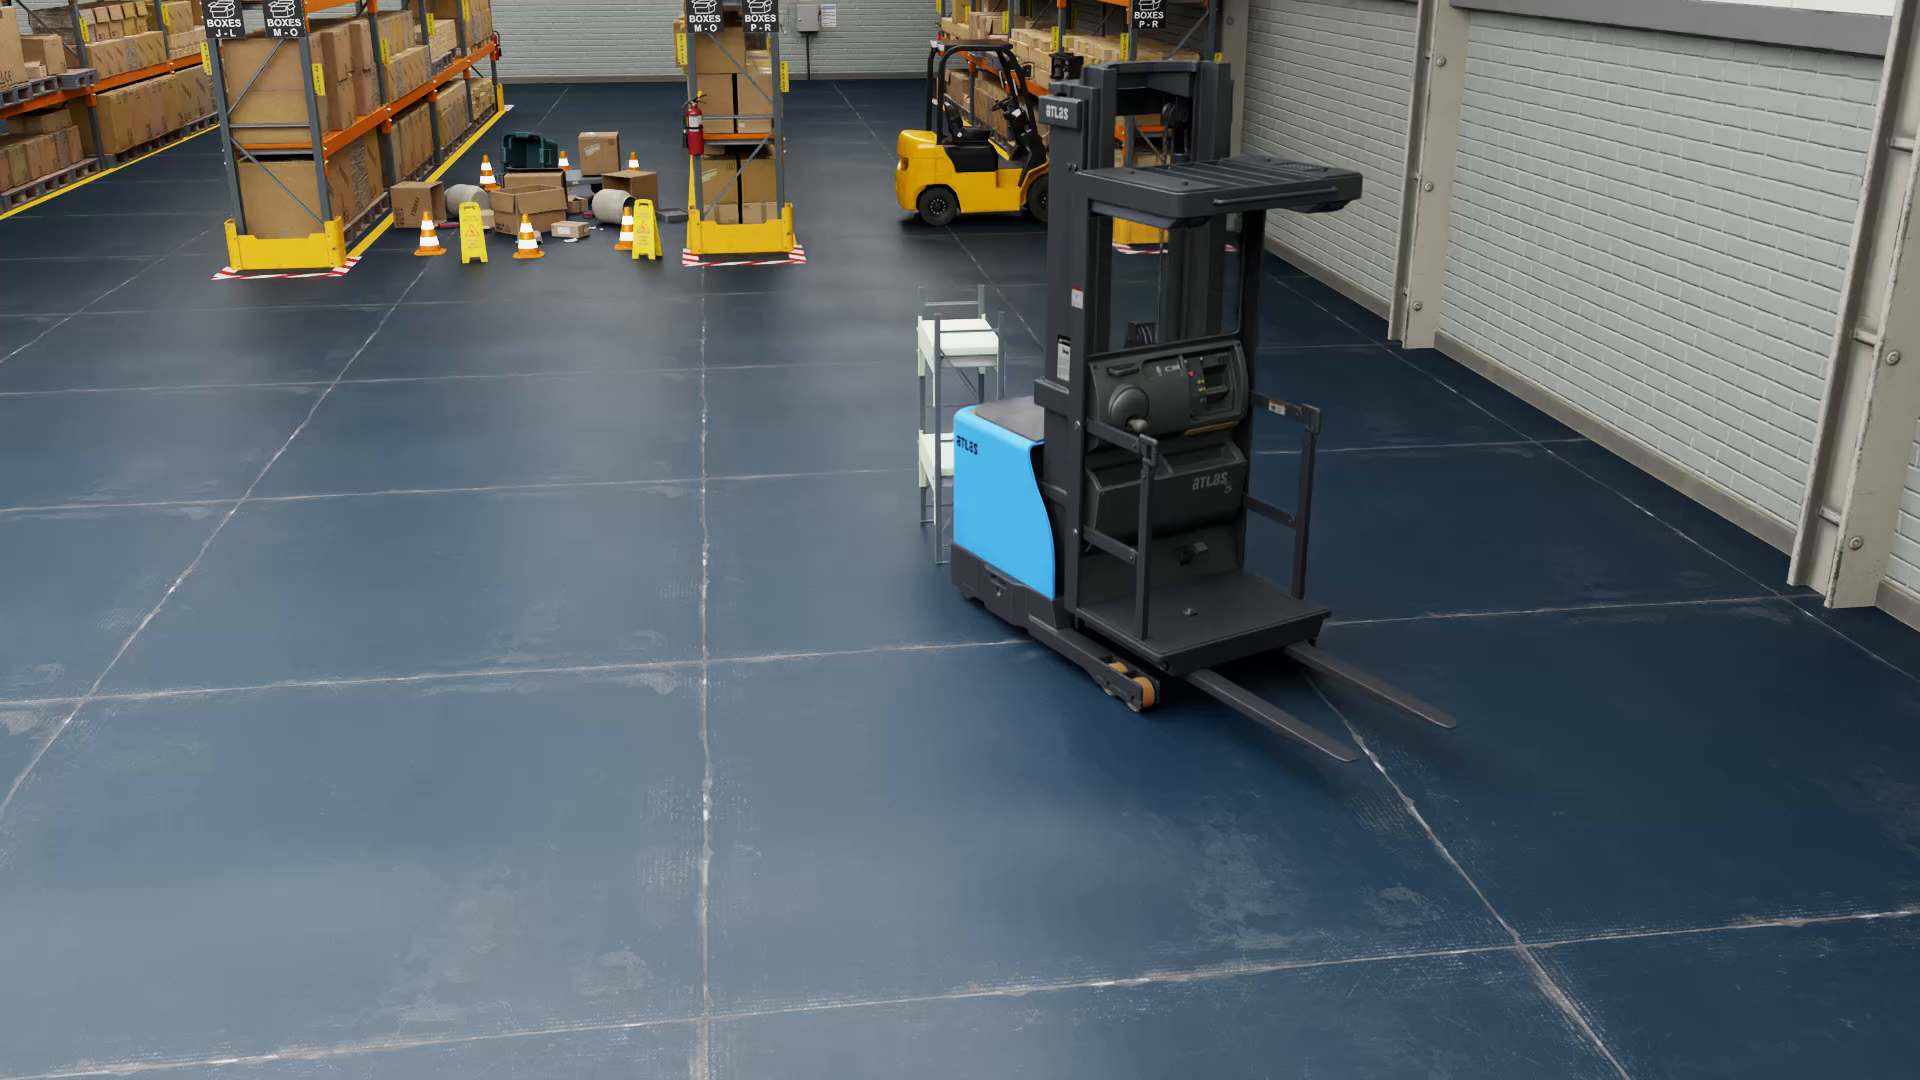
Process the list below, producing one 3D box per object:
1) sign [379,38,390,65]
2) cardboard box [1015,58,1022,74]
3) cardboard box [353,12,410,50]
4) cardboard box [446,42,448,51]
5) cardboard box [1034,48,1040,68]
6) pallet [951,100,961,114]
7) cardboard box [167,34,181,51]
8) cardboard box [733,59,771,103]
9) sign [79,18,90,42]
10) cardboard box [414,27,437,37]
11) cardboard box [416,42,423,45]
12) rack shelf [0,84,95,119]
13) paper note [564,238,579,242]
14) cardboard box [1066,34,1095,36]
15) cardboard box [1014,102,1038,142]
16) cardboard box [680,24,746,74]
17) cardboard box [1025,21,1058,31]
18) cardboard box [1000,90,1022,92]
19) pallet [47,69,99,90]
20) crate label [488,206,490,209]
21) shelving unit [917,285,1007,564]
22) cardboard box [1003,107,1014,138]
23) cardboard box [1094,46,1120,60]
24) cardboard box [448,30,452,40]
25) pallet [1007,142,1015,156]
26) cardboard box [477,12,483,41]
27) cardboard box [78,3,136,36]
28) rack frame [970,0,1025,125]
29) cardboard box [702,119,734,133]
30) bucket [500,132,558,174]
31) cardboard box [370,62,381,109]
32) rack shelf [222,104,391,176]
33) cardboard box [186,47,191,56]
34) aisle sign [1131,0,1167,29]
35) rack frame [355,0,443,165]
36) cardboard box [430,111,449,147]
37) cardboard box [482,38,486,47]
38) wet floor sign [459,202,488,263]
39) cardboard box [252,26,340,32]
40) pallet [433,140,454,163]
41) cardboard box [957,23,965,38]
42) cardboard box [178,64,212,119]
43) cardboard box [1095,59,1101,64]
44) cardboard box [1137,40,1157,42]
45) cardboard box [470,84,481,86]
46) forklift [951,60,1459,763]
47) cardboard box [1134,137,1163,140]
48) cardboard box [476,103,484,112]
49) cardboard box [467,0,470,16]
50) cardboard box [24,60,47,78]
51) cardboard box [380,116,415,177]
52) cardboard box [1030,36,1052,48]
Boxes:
[{"bbox_3d":[-7.409,-6.291,21.422,0.100,0.325,0.005,-3,21,-8],"label":"sign"},{"bbox_3d":[1.150,-7.330,25.770,0.500,0.250,0.500,-3,21,-9],"label":"cardboard box"},{"bbox_3d":[-8.406,-7.389,24.140,0.700,0.500,0.500,-3,21,-9],"label":"cardboard box"},{"bbox_3d":[-8.705,-8.182,27.594,0.380,0.149,0.250,-4,21,-10],"label":"cardboard box"},{"bbox_3d":[1.364,-7.032,24.257,0.500,0.250,0.500,-3,21,-7],"label":"cardboard box"},{"bbox_3d":[0.407,-8.481,32.621,1.003,0.211,1.213,-3,21,-8],"label":"pallet"},{"bbox_3d":[-13.843,-8.619,28.796,0.500,0.250,0.500,-3,21,-9],"label":"cardboard box"},{"bbox_3d":[-2.525,-5.615,20.394,0.500,0.500,0.500,-3,21,-9],"label":"cardboard box"},{"bbox_3d":[-12.922,-7.525,24.536,0.100,0.325,0.005,-3,21,-8],"label":"sign"},{"bbox_3d":[-8.560,-8.095,26.513,0.380,0.149,0.250,-2,21,-5],"label":"cardboard box"},{"bbox_3d":[-8.406,-7.600,25.612,0.380,0.149,0.250,-2,21,-5],"label":"cardboard box"},{"bbox_3d":[-13.169,-5.960,22.915,1.077,0.370,4.000,-3,21,-8],"label":"rack shelf"},{"bbox_3d":[-4.604,-3.555,19.692,0.148,0.019,0.142,-11,23,-26],"label":"paper note"},{"bbox_3d":[1.816,-7.553,25.083,0.380,0.149,0.250,-3,21,-9],"label":"cardboard box"},{"bbox_3d":[1.337,-6.609,26.417,0.875,0.625,0.625,-2,21,-6],"label":"cardboard box"},{"bbox_3d":[-2.787,-5.540,18.764,0.700,0.500,0.500,-3,21,-9],"label":"cardboard box"},{"bbox_3d":[1.341,-8.171,27.062,0.500,0.500,0.500,-2,21,-5],"label":"cardboard box"},{"bbox_3d":[0.881,-7.509,28.078,0.380,0.149,0.250,-2,21,-6],"label":"cardboard box"},{"bbox_3d":[-13.249,-6.658,24.030,1.213,0.211,1.003,-3,21,-8],"label":"pallet"},{"bbox_3d":[-6.276,-4.328,21.608,0.250,0.136,0.298,17,27,39],"label":"crate label"},{"bbox_3d":[0.001,-0.700,9.948,0.431,1.500,0.755,-3,21,-8],"label":"shelving unit"},{"bbox_3d":[0.987,-6.902,27.381,0.500,0.500,0.500,-2,21,-6],"label":"cardboard box"},{"bbox_3d":[1.870,-6.011,20.529,0.380,0.149,0.250,-3,21,-7],"label":"cardboard box"},{"bbox_3d":[-8.787,-8.503,28.029,0.380,0.149,0.250,-2,21,-5],"label":"cardboard box"},{"bbox_3d":[1.340,-6.148,26.374,1.003,0.211,1.213,-3,21,-8],"label":"pallet"},{"bbox_3d":[-9.155,-9.491,30.773,0.500,0.500,0.500,-2,21,-5],"label":"cardboard box"},{"bbox_3d":[-13.846,-8.432,26.929,0.797,0.503,0.637,-3,21,-7],"label":"cardboard box"},{"bbox_3d":[0.684,-9.126,30.363,1.000,3.000,0.127,-3,21,-8],"label":"rack frame"},{"bbox_3d":[-2.763,-4.720,18.927,0.380,0.149,0.250,-2,21,-6],"label":"cardboard box"},{"bbox_3d":[-5.657,-5.067,22.003,0.726,0.611,0.620,4,11,11],"label":"bucket"},{"bbox_3d":[-7.893,-5.763,21.144,0.875,0.550,0.550,-3,21,-8],"label":"cardboard box"},{"bbox_3d":[-7.670,-4.790,19.783,1.077,0.370,4.000,-3,21,-8],"label":"rack shelf"},{"bbox_3d":[-13.864,-8.649,29.445,0.380,0.149,0.250,-3,21,-9],"label":"cardboard box"},{"bbox_3d":[2.132,-6.151,18.683,0.394,0.787,0.004,-3,21,-8],"label":"aisle sign"},{"bbox_3d":[-8.535,-7.205,25.219,1.000,3.000,0.127,-3,21,-8],"label":"rack frame"},{"bbox_3d":[-8.384,-6.488,26.273,0.500,0.500,0.500,-4,21,-10],"label":"cardboard box"},{"bbox_3d":[-9.252,-9.497,31.715,0.380,0.149,0.250,-2,21,-6],"label":"cardboard box"},{"bbox_3d":[-5.418,-3.422,18.455,0.267,0.644,0.232,-7,21,-17],"label":"wet floor sign"},{"bbox_3d":[-7.719,-5.705,19.445,0.875,0.550,0.500,-3,21,-8],"label":"cardboard box"},{"bbox_3d":[-8.646,-6.169,26.431,1.003,0.211,1.213,-3,21,-8],"label":"pallet"},{"bbox_3d":[0.223,-9.705,31.703,0.500,0.250,0.500,-3,21,-8],"label":"cardboard box"},{"bbox_3d":[-14.180,-8.120,30.106,0.875,0.875,0.875,-3,21,-8],"label":"cardboard box"},{"bbox_3d":[1.877,-5.871,20.577,0.380,0.149,0.250,-3,21,-7],"label":"cardboard box"},{"bbox_3d":[2.344,-6.396,21.560,0.380,0.149,0.250,-3,21,-9],"label":"cardboard box"},{"bbox_3d":[-9.222,-8.491,31.287,0.380,0.149,0.250,-4,21,-10],"label":"cardboard box"},{"bbox_3d":[1.145,-0.734,7.992,1.130,2.935,3.031,-12,24,-29],"label":"forklift"},{"bbox_3d":[2.327,-5.048,21.346,0.500,0.250,0.500,-3,21,-9],"label":"cardboard box"},{"bbox_3d":[-9.073,-8.040,30.930,0.380,0.149,0.250,-3,21,-9],"label":"cardboard box"},{"bbox_3d":[-9.025,-9.591,29.612,0.500,0.500,0.500,-4,21,-9],"label":"cardboard box"},{"bbox_3d":[-12.950,-6.559,23.083,0.396,0.266,0.258,-4,21,-9],"label":"cardboard box"},{"bbox_3d":[-8.272,-5.507,23.289,1.050,0.750,0.750,-3,21,-8],"label":"cardboard box"},{"bbox_3d":[1.240,-7.343,24.518,0.380,0.149,0.250,-3,21,-9],"label":"cardboard box"}]
